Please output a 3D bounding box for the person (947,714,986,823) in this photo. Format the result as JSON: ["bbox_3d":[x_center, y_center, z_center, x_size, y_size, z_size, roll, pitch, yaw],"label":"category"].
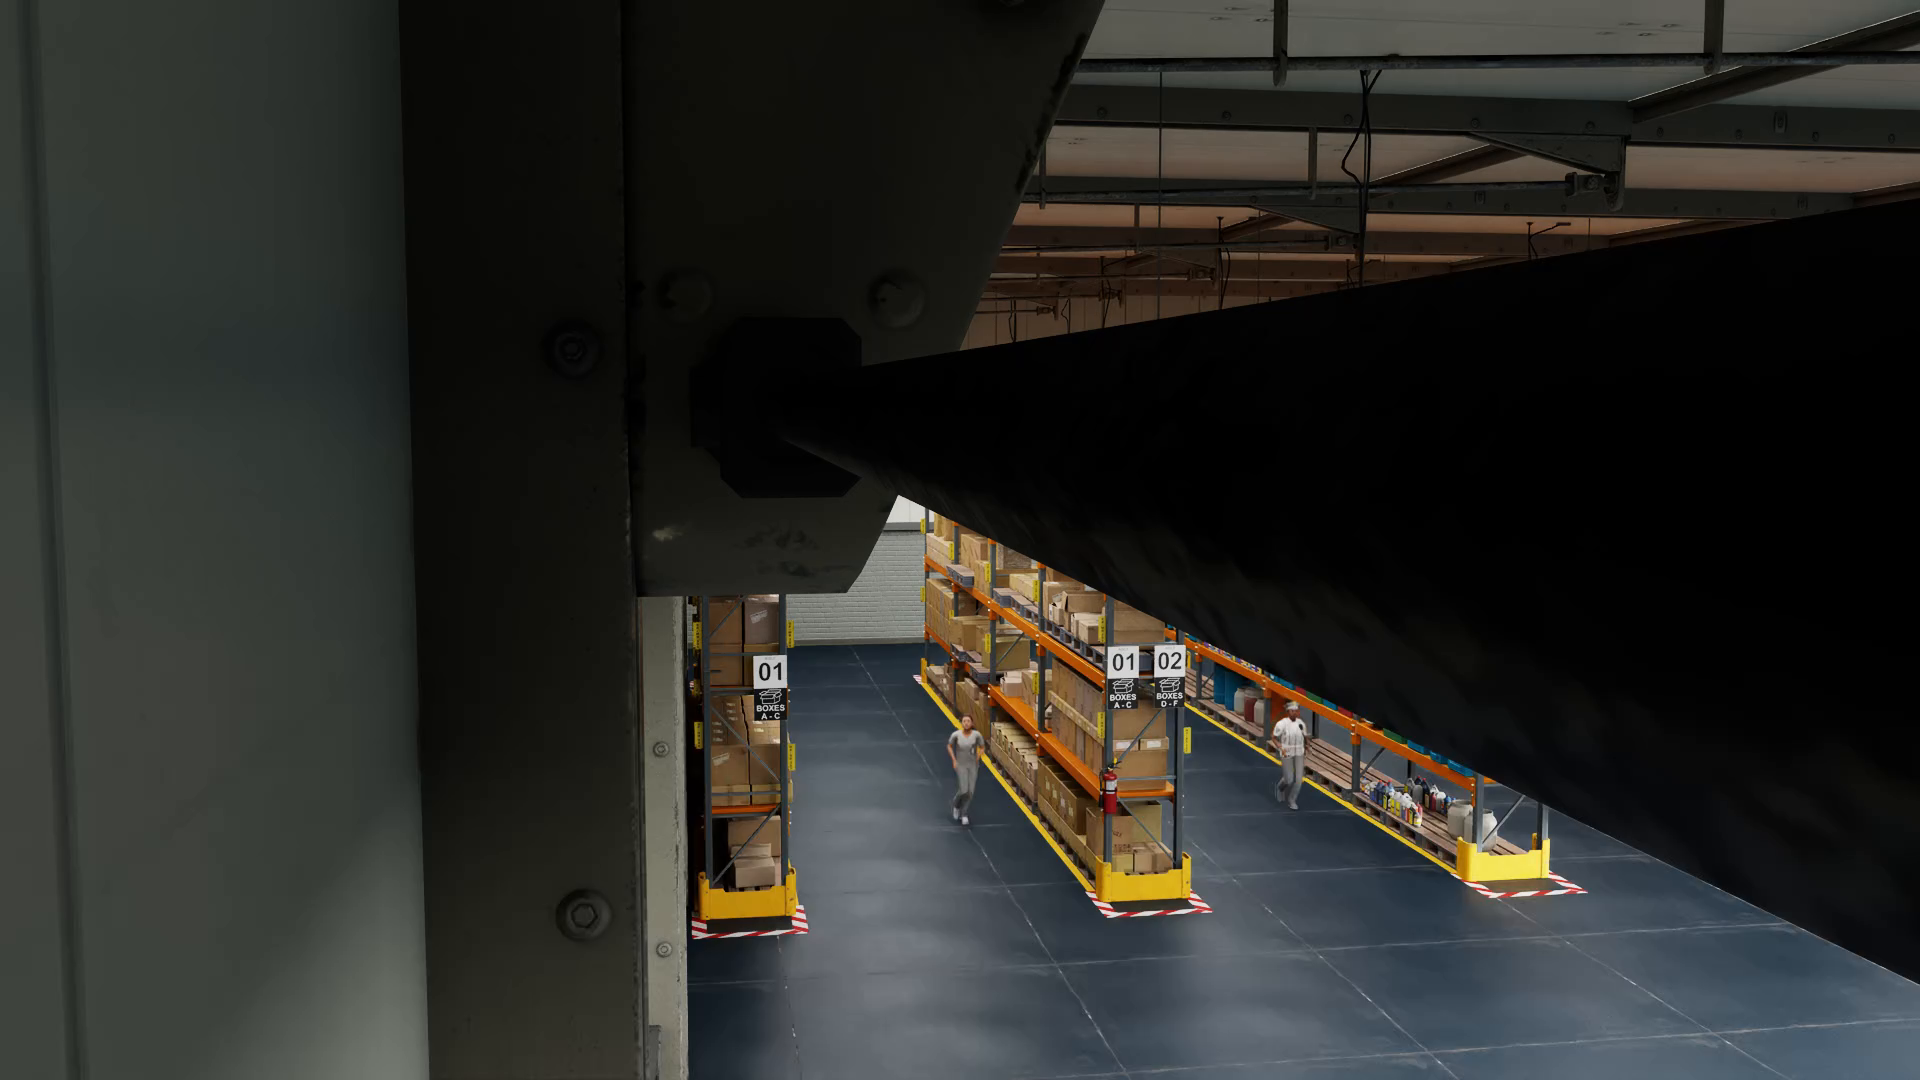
[{"bbox_3d":[0.112,3.365,24.430,0.551,1.637,0.558,-1,5,-8],"label":"person"}]

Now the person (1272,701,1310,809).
[{"bbox_3d":[5.072,3.274,25.359,0.572,1.652,0.576,-1,5,-10],"label":"person"}]
